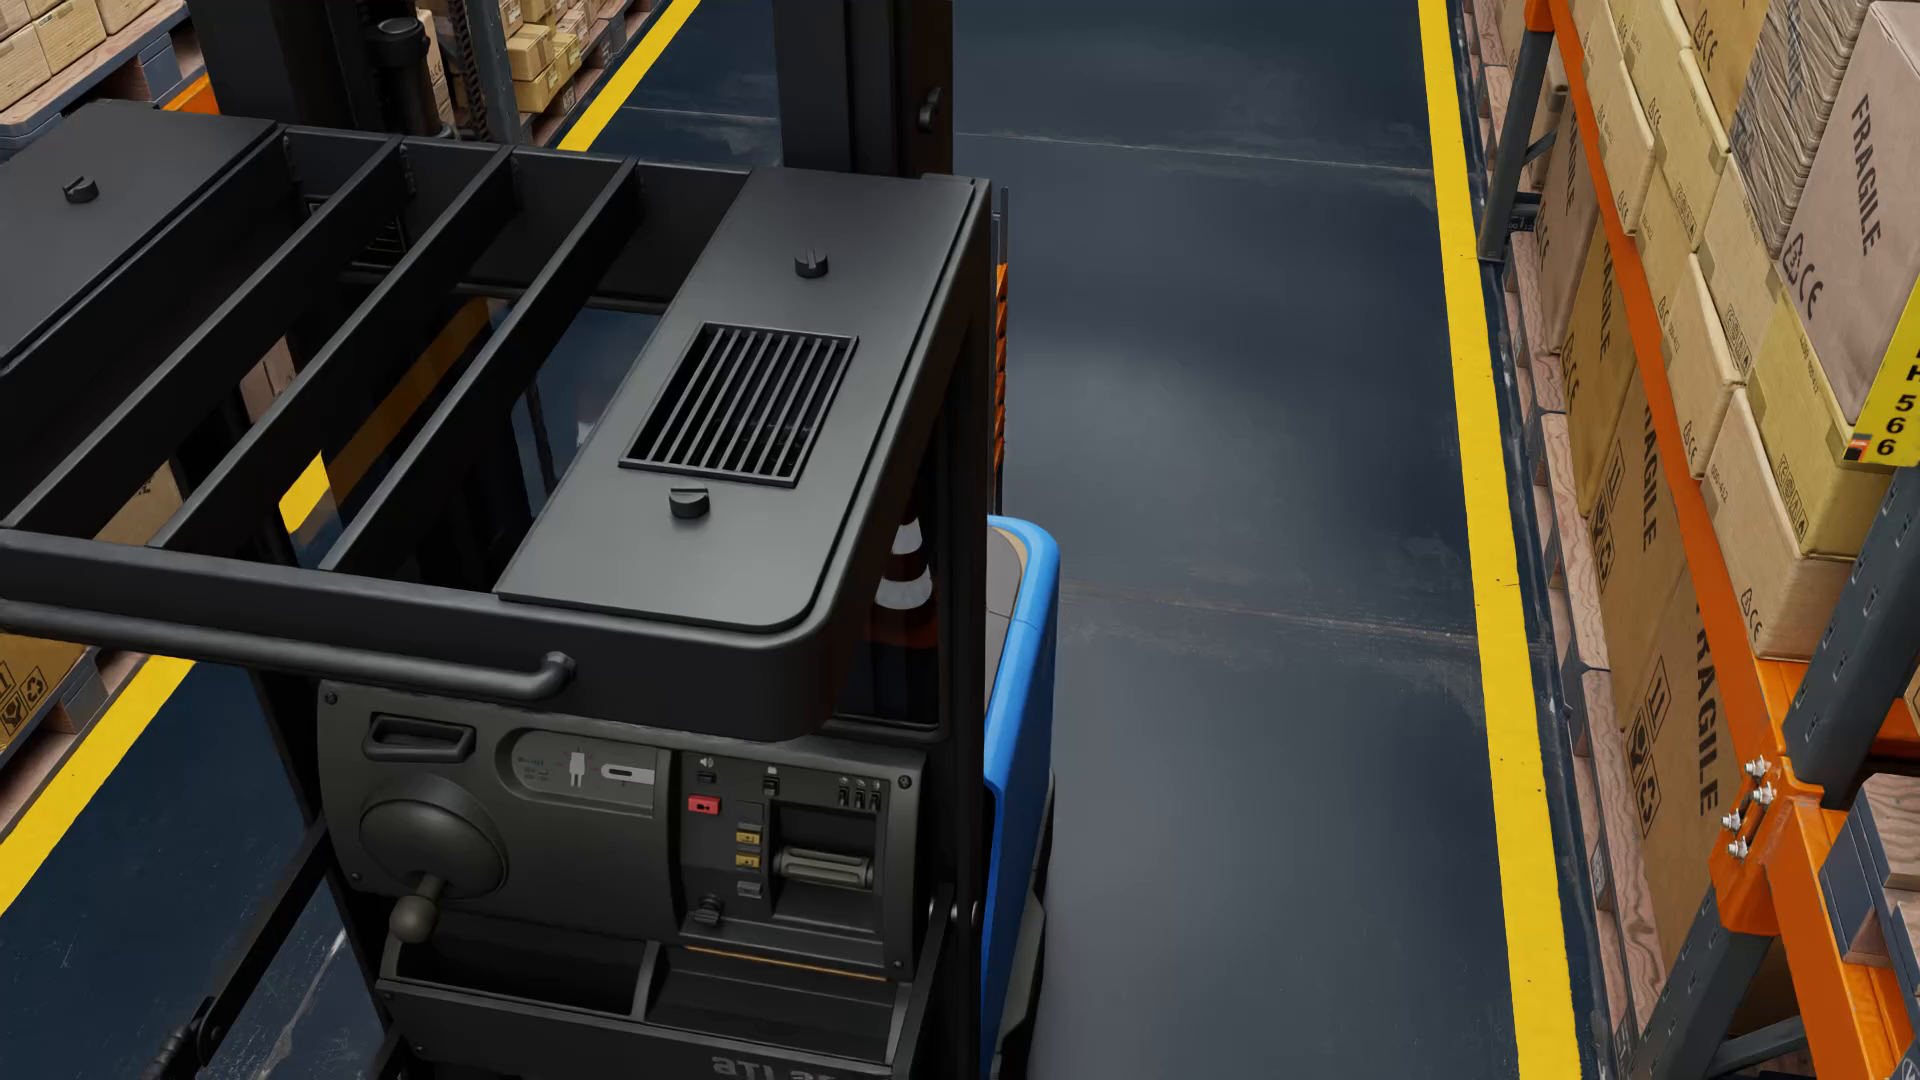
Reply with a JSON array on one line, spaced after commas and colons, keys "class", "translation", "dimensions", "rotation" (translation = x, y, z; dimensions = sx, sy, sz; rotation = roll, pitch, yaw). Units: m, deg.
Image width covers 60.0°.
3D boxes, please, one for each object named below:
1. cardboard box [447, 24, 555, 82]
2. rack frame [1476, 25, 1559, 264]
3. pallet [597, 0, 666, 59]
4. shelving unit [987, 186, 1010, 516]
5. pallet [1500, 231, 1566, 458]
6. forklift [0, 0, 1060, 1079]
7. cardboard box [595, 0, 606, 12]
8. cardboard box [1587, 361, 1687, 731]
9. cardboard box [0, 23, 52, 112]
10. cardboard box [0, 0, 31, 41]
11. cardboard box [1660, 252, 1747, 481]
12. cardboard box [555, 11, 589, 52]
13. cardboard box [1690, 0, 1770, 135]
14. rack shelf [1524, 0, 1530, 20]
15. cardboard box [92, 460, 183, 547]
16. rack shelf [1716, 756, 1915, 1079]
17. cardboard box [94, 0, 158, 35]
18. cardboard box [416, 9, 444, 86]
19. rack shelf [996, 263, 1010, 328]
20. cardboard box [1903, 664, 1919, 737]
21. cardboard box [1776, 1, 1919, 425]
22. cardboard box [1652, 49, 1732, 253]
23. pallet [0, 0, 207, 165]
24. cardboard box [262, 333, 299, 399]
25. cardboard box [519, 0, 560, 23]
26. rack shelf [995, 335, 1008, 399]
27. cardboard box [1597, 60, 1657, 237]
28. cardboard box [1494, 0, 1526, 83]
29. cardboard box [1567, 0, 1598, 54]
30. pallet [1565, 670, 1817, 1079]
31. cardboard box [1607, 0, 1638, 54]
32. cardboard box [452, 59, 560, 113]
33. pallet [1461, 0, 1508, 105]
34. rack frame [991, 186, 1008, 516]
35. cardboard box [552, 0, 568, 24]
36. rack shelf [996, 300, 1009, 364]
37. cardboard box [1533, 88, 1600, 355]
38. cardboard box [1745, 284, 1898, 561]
[{"class": "cardboard box", "translation": [-1.963, -2.093, 7.101], "dimensions": [0.380, 0.149, 0.250], "rotation": [8, 40, 10]}, {"class": "rack frame", "translation": [2.552, -2.240, 5.606], "dimensions": [1.000, 3.000, 0.127], "rotation": [6, 40, 8]}, {"class": "pallet", "translation": [-2.051, -2.841, 8.521], "dimensions": [1.003, 0.211, 1.213], "rotation": [6, 40, 8]}, {"class": "shelving unit", "translation": [-0.002, -0.453, 4.857], "dimensions": [0.258, 1.200, 0.189], "rotation": [6, 40, 8]}, {"class": "pallet", "translation": [2.493, -0.673, 5.898], "dimensions": [1.003, 0.211, 1.213], "rotation": [6, 40, 8]}, {"class": "forklift", "translation": [-0.554, 0.520, 2.320], "dimensions": [1.130, 2.935, 3.031], "rotation": [7, 40, 8]}, {"class": "cardboard box", "translation": [-1.917, -2.645, 8.003], "dimensions": [0.380, 0.149, 0.250], "rotation": [5, 40, 6]}, {"class": "cardboard box", "translation": [2.220, -0.057, 4.302], "dimensions": [0.875, 0.875, 0.875], "rotation": [7, 40, 8]}, {"class": "cardboard box", "translation": [-2.575, -1.210, 4.228], "dimensions": [0.380, 0.149, 0.250], "rotation": [8, 40, 9]}, {"class": "cardboard box", "translation": [-2.576, -1.326, 4.134], "dimensions": [0.380, 0.149, 0.250], "rotation": [6, 40, 8]}, {"class": "cardboard box", "translation": [1.765, -0.340, 3.425], "dimensions": [0.500, 0.250, 0.500], "rotation": [7, 40, 8]}, {"class": "cardboard box", "translation": [-1.923, -2.308, 7.595], "dimensions": [0.380, 0.149, 0.250], "rotation": [6, 40, 7]}, {"class": "cardboard box", "translation": [1.865, -1.141, 3.413], "dimensions": [0.500, 0.500, 0.500], "rotation": [6, 40, 8]}, {"class": "rack shelf", "translation": [2.898, -3.218, 7.353], "dimensions": [1.077, 0.370, 4.000], "rotation": [6, 40, 8]}, {"class": "cardboard box", "translation": [-2.576, -0.142, 4.700], "dimensions": [0.500, 0.500, 0.500], "rotation": [7, 40, 8]}, {"class": "rack shelf", "translation": [1.514, 1.803, 1.280], "dimensions": [1.077, 0.370, 4.000], "rotation": [6, 40, 8]}, {"class": "cardboard box", "translation": [-2.483, -1.531, 4.616], "dimensions": [0.380, 0.149, 0.250], "rotation": [5, 40, 6]}, {"class": "cardboard box", "translation": [-2.221, -1.715, 6.014], "dimensions": [0.500, 0.250, 0.500], "rotation": [5, 40, 6]}, {"class": "rack shelf", "translation": [-0.002, -0.697, 4.656], "dimensions": [0.258, 0.103, 0.180], "rotation": [6, 40, 8]}, {"class": "cardboard box", "translation": [1.554, 0.212, 1.998], "dimensions": [0.500, 0.500, 0.500], "rotation": [5, 40, 6]}, {"class": "cardboard box", "translation": [1.692, -0.507, 2.646], "dimensions": [0.500, 0.500, 0.500], "rotation": [5, 40, 6]}, {"class": "cardboard box", "translation": [1.847, -0.842, 3.640], "dimensions": [0.500, 0.250, 0.500], "rotation": [5, 40, 7]}, {"class": "pallet", "translation": [-2.731, -1.385, 4.722], "dimensions": [1.003, 0.211, 1.213], "rotation": [6, 40, 8]}, {"class": "cardboard box", "translation": [-2.403, -0.785, 5.478], "dimensions": [0.500, 0.500, 0.500], "rotation": [6, 40, 7]}, {"class": "cardboard box", "translation": [-1.971, -2.375, 7.209], "dimensions": [0.380, 0.149, 0.250], "rotation": [8, 40, 10]}, {"class": "rack shelf", "translation": [-0.002, -0.512, 4.809], "dimensions": [0.258, 0.103, 0.180], "rotation": [6, 40, 8]}, {"class": "cardboard box", "translation": [1.928, -0.978, 4.196], "dimensions": [0.500, 0.250, 0.500], "rotation": [6, 40, 7]}, {"class": "cardboard box", "translation": [2.921, -2.359, 7.430], "dimensions": [0.875, 0.438, 0.875], "rotation": [5, 40, 6]}, {"class": "cardboard box", "translation": [2.128, -1.610, 4.962], "dimensions": [0.500, 0.250, 0.500], "rotation": [5, 40, 7]}, {"class": "pallet", "translation": [2.071, 0.858, 4.046], "dimensions": [1.003, 0.211, 1.213], "rotation": [6, 40, 8]}, {"class": "cardboard box", "translation": [2.022, -1.486, 4.419], "dimensions": [0.500, 0.250, 0.500], "rotation": [7, 40, 8]}, {"class": "cardboard box", "translation": [-1.961, -1.979, 7.197], "dimensions": [0.380, 0.149, 0.250], "rotation": [5, 40, 6]}, {"class": "pallet", "translation": [2.970, -2.402, 7.990], "dimensions": [1.003, 0.211, 1.213], "rotation": [6, 40, 8]}, {"class": "rack frame", "translation": [0.013, -0.511, 4.926], "dimensions": [0.240, 1.200, 0.006], "rotation": [6, 40, 8]}, {"class": "cardboard box", "translation": [-2.001, -2.418, 7.495], "dimensions": [0.380, 0.149, 0.250], "rotation": [6, 40, 7]}, {"class": "rack shelf", "translation": [-0.002, -0.604, 4.732], "dimensions": [0.258, 0.103, 0.180], "rotation": [6, 40, 8]}, {"class": "cardboard box", "translation": [2.524, -1.185, 5.667], "dimensions": [0.875, 0.875, 0.875], "rotation": [8, 40, 9]}, {"class": "cardboard box", "translation": [1.693, -0.197, 2.859], "dimensions": [0.500, 0.250, 0.500], "rotation": [6, 40, 8]}]
